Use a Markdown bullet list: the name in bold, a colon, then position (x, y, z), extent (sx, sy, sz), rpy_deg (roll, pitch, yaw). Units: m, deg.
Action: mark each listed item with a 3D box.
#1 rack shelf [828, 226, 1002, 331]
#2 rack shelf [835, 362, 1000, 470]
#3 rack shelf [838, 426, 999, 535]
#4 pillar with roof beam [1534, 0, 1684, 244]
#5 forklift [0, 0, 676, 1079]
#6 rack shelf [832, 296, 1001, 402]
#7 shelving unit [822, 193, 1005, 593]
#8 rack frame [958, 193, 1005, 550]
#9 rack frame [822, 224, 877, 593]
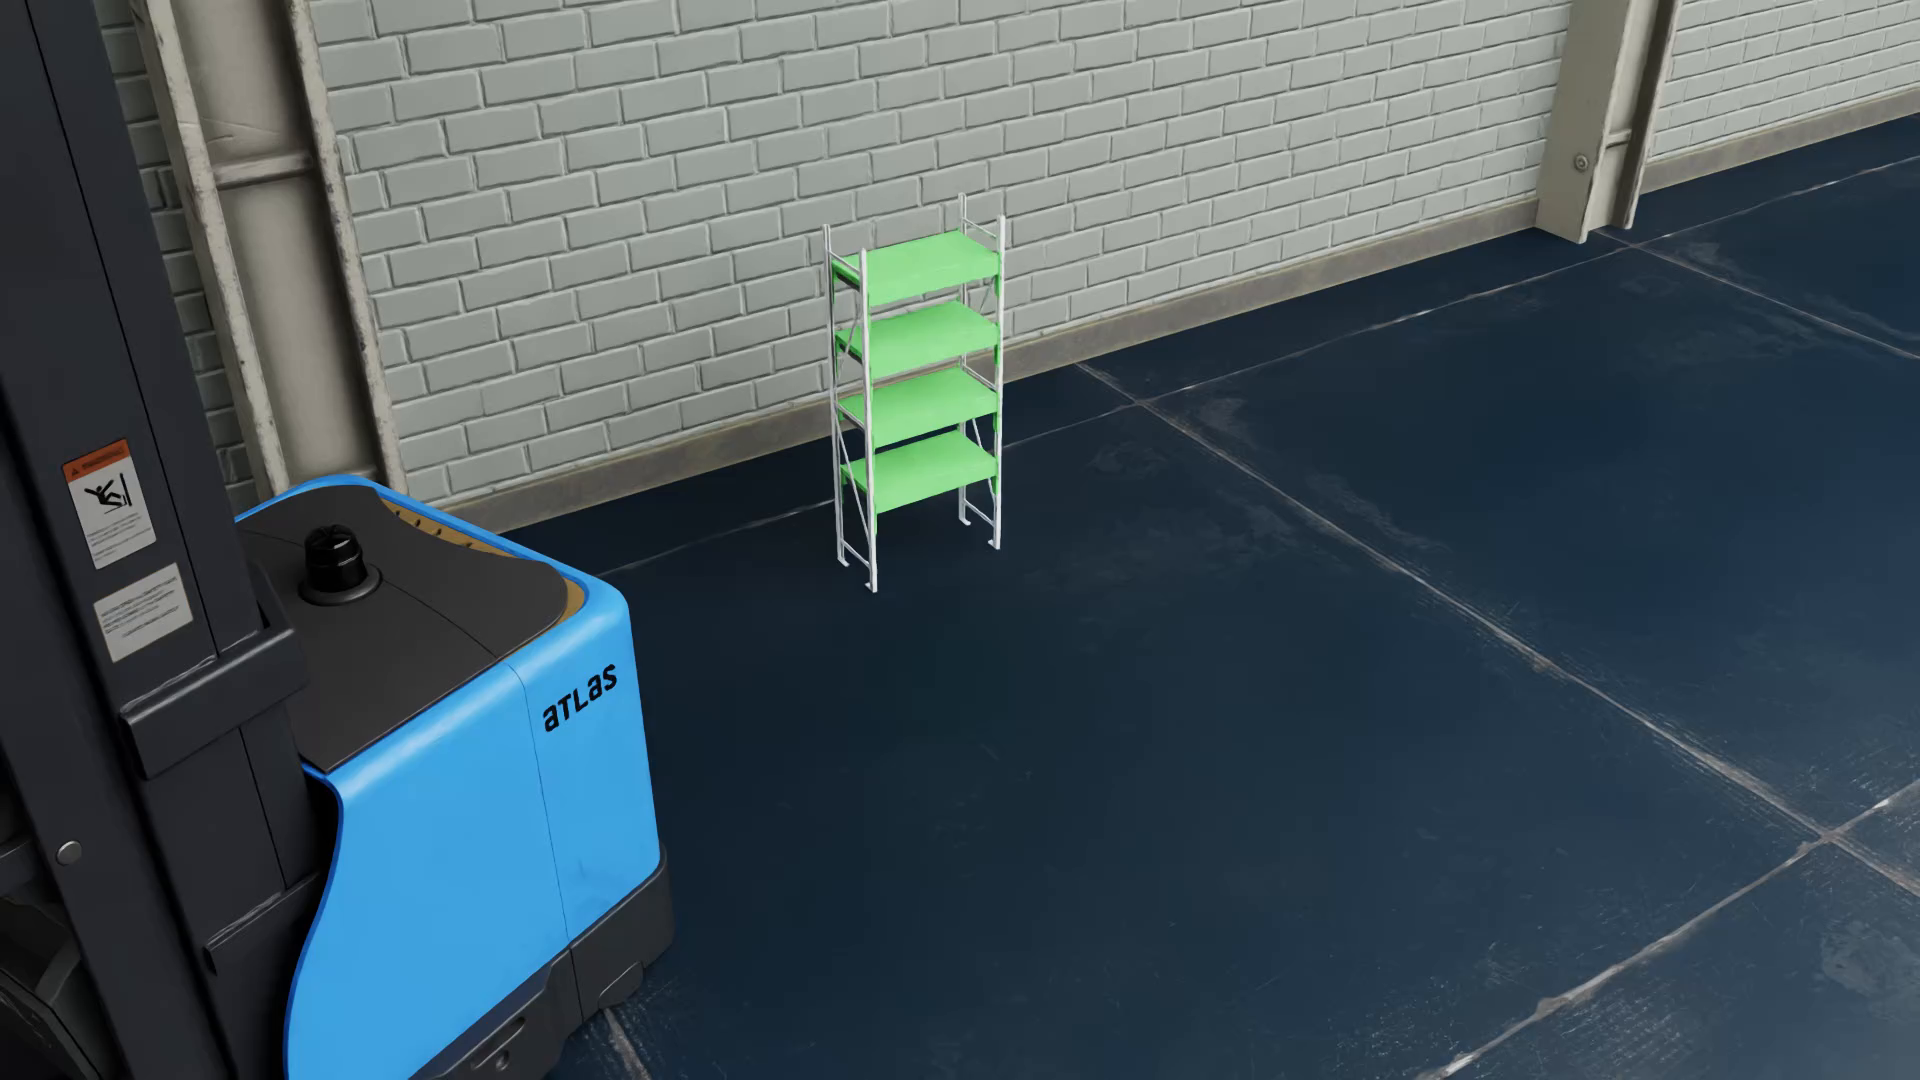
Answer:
- **rack shelf**: position (-0.139, -0.812, 5.132), extent (0.480, 0.148, 0.258), rpy_deg (-19, 37, -27)
- **rack shelf**: position (-0.139, -0.406, 5.388), extent (0.480, 0.148, 0.258), rpy_deg (-19, 37, -27)
- **rack shelf**: position (-0.139, -0.203, 5.516), extent (0.480, 0.148, 0.258), rpy_deg (-19, 37, -27)
- **pillar with roof beam**: position (5.396, -3.427, 2.749), extent (0.400, 9.000, 9.100), rpy_deg (-19, 37, -27)
- **forklift**: position (-1.944, 0.281, 2.558), extent (1.130, 2.935, 3.031), rpy_deg (20, 37, 28)
- **rack shelf**: position (-0.139, -0.609, 5.260), extent (0.480, 0.148, 0.258), rpy_deg (-19, 37, -27)
- **shelving unit**: position (-0.139, -0.460, 5.354), extent (0.503, 1.200, 0.258), rpy_deg (-19, 37, -27)
- **rack frame**: position (0.066, -0.530, 5.466), extent (0.015, 1.200, 0.240), rpy_deg (-19, 37, -27)
- **rack frame**: position (-0.344, -0.389, 5.242), extent (0.015, 1.200, 0.240), rpy_deg (-19, 37, -27)
